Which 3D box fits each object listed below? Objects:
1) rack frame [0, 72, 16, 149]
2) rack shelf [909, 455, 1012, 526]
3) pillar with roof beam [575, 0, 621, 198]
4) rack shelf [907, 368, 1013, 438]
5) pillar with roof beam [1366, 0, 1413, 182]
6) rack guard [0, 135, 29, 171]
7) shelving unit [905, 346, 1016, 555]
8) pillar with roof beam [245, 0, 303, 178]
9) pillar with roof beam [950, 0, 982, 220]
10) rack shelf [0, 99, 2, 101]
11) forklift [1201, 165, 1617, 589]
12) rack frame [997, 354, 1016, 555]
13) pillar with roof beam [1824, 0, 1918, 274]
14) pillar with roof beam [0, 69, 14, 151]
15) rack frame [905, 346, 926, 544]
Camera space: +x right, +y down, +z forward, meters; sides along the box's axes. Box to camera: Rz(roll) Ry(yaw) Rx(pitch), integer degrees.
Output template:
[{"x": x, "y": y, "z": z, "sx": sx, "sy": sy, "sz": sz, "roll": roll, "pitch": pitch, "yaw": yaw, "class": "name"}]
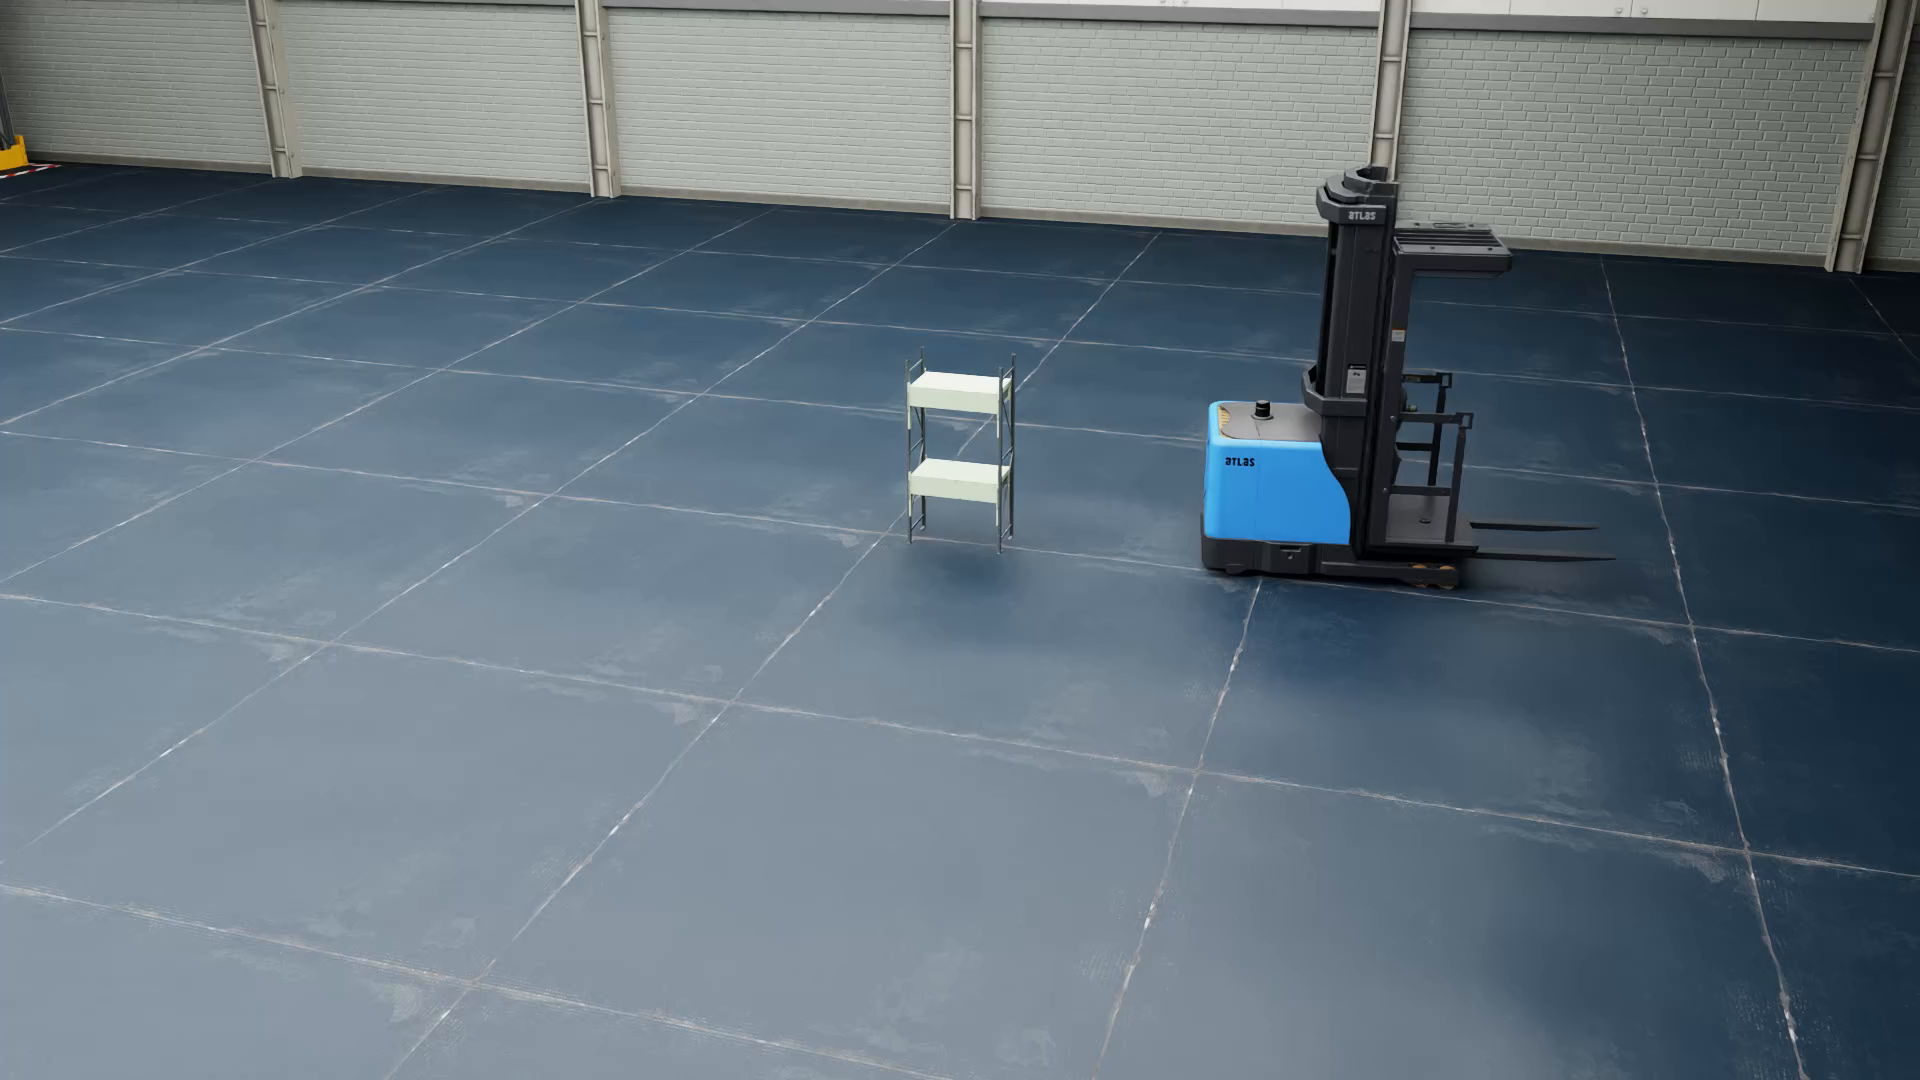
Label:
[{"x": -16.740, "y": -7.814, "z": 28.273, "sx": 0.127, "sy": 3.000, "sz": 1.000, "roll": 7, "pitch": 23, "yaw": 16, "class": "rack frame"}, {"x": 0.006, "y": -0.392, "z": 13.012, "sx": 0.720, "sy": 0.370, "sz": 0.431, "roll": 7, "pitch": 23, "yaw": 16, "class": "rack shelf"}, {"x": -6.902, "y": -8.114, "z": 21.098, "sx": 0.400, "sy": 9.000, "sz": 9.100, "roll": 7, "pitch": 23, "yaw": 16, "class": "pillar with roof beam"}, {"x": 0.006, "y": -1.054, "z": 12.741, "sx": 0.720, "sy": 0.370, "sz": 0.431, "roll": 7, "pitch": 23, "yaw": 16, "class": "rack shelf"}, {"x": 4.587, "y": -6.799, "z": 17.892, "sx": 0.400, "sy": 9.000, "sz": 9.100, "roll": 7, "pitch": 23, "yaw": 16, "class": "pillar with roof beam"}, {"x": -16.717, "y": -6.655, "z": 28.741, "sx": 0.348, "sy": 0.500, "sz": 1.175, "roll": 7, "pitch": 23, "yaw": 16, "class": "rack guard"}, {"x": 0.006, "y": -0.693, "z": 12.889, "sx": 0.755, "sy": 1.500, "sz": 0.431, "roll": 7, "pitch": 23, "yaw": 16, "class": "shelving unit"}, {"x": -12.646, "y": -8.772, "z": 22.702, "sx": 0.400, "sy": 9.000, "sz": 9.100, "roll": 7, "pitch": 23, "yaw": 16, "class": "pillar with roof beam"}, {"x": -1.157, "y": -7.456, "z": 19.495, "sx": 0.400, "sy": 9.000, "sz": 9.100, "roll": 7, "pitch": 23, "yaw": 16, "class": "pillar with roof beam"}, {"x": -18.655, "y": -7.701, "z": 28.944, "sx": 4.000, "sy": 0.370, "sz": 1.077, "roll": 7, "pitch": 23, "yaw": 16, "class": "rack shelf"}, {"x": 3.384, "y": -1.210, "z": 12.263, "sx": 3.031, "sy": 2.935, "sz": 1.130, "roll": 3, "pitch": 22, "yaw": 6, "class": "forklift"}, {"x": 0.357, "y": -0.653, "z": 12.791, "sx": 0.023, "sy": 1.500, "sz": 0.400, "roll": 7, "pitch": 23, "yaw": 16, "class": "rack frame"}, {"x": 10.331, "y": -6.141, "z": 16.288, "sx": 0.400, "sy": 9.000, "sz": 9.100, "roll": 7, "pitch": 23, "yaw": 16, "class": "pillar with roof beam"}, {"x": -18.390, "y": -9.429, "z": 24.305, "sx": 0.400, "sy": 9.000, "sz": 9.100, "roll": 7, "pitch": 23, "yaw": 16, "class": "pillar with roof beam"}, {"x": -0.344, "y": -0.733, "z": 12.986, "sx": 0.023, "sy": 1.500, "sz": 0.400, "roll": 7, "pitch": 23, "yaw": 16, "class": "rack frame"}]
